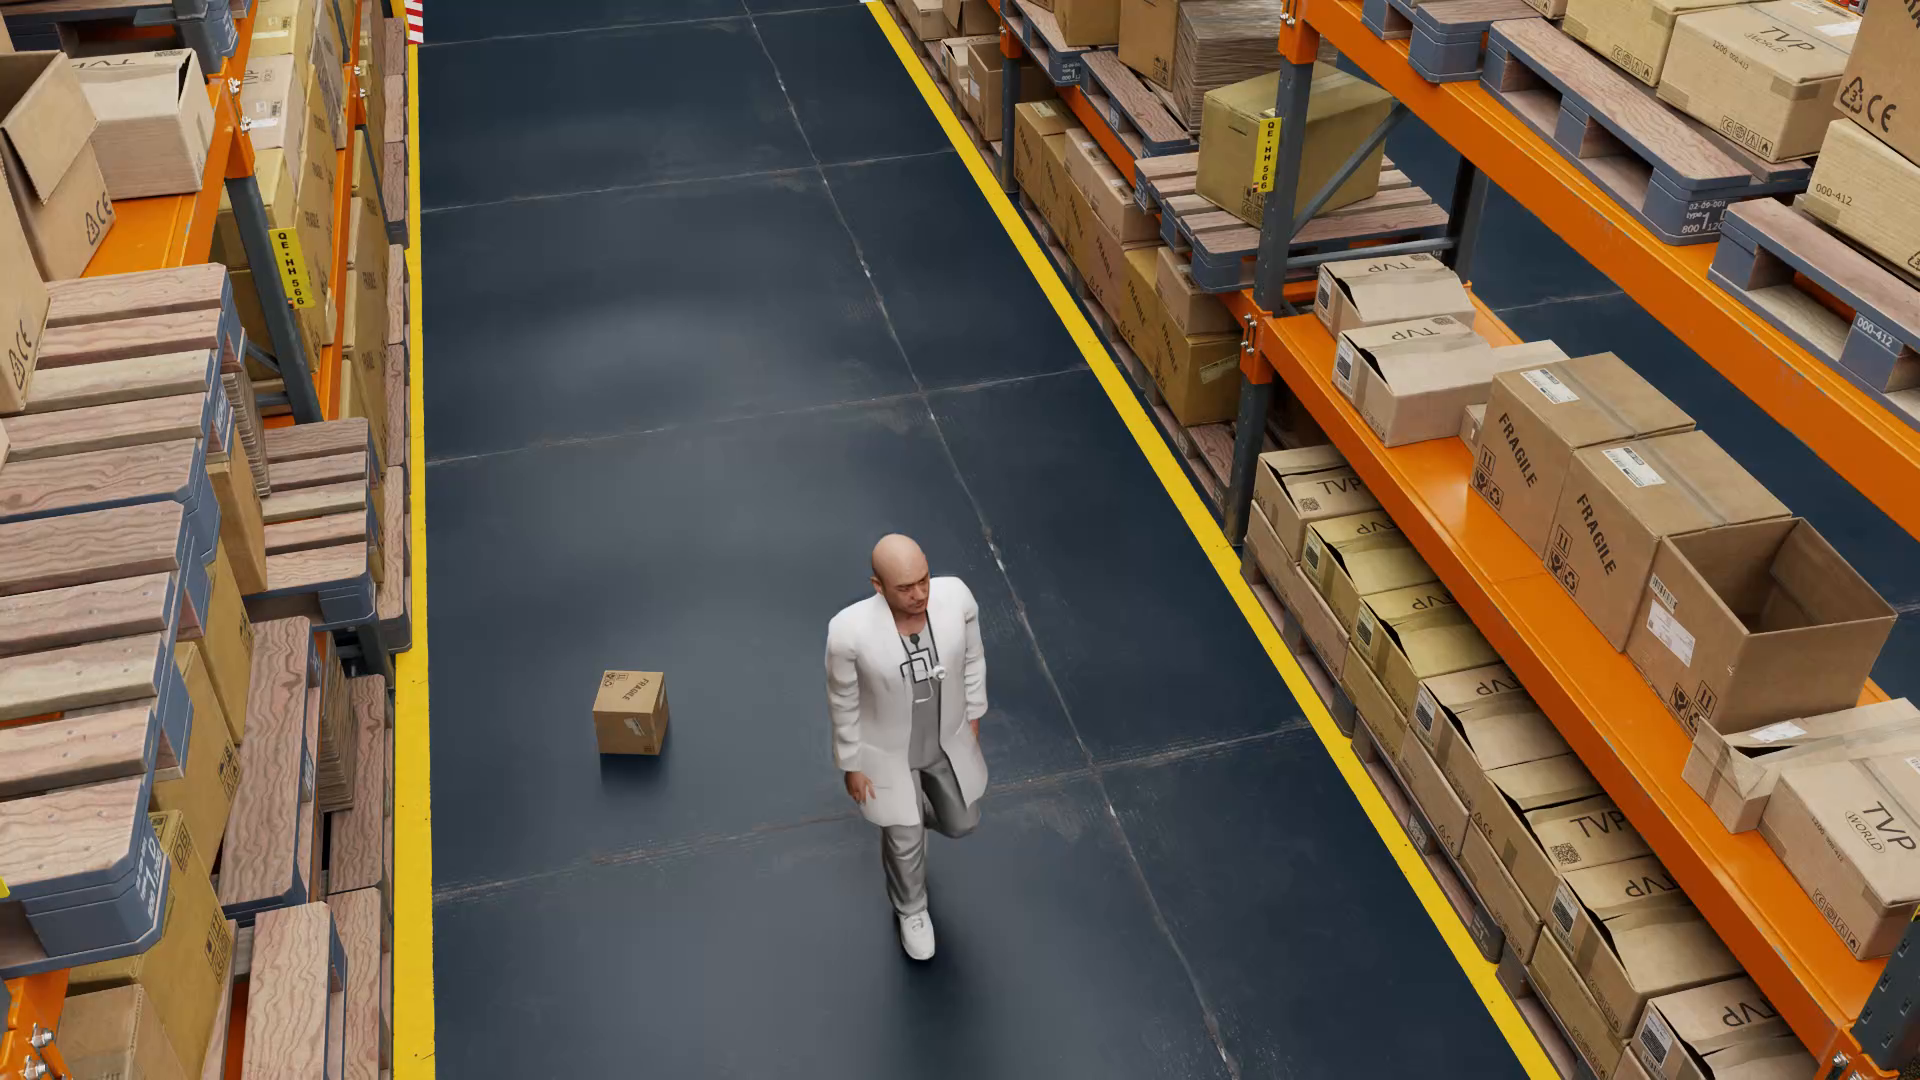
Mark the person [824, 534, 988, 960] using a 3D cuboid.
[{"bbox_3d":[-0.186,0.657,5.834,0.588,1.764,0.677,-15,40,-19],"label":"person"}]
